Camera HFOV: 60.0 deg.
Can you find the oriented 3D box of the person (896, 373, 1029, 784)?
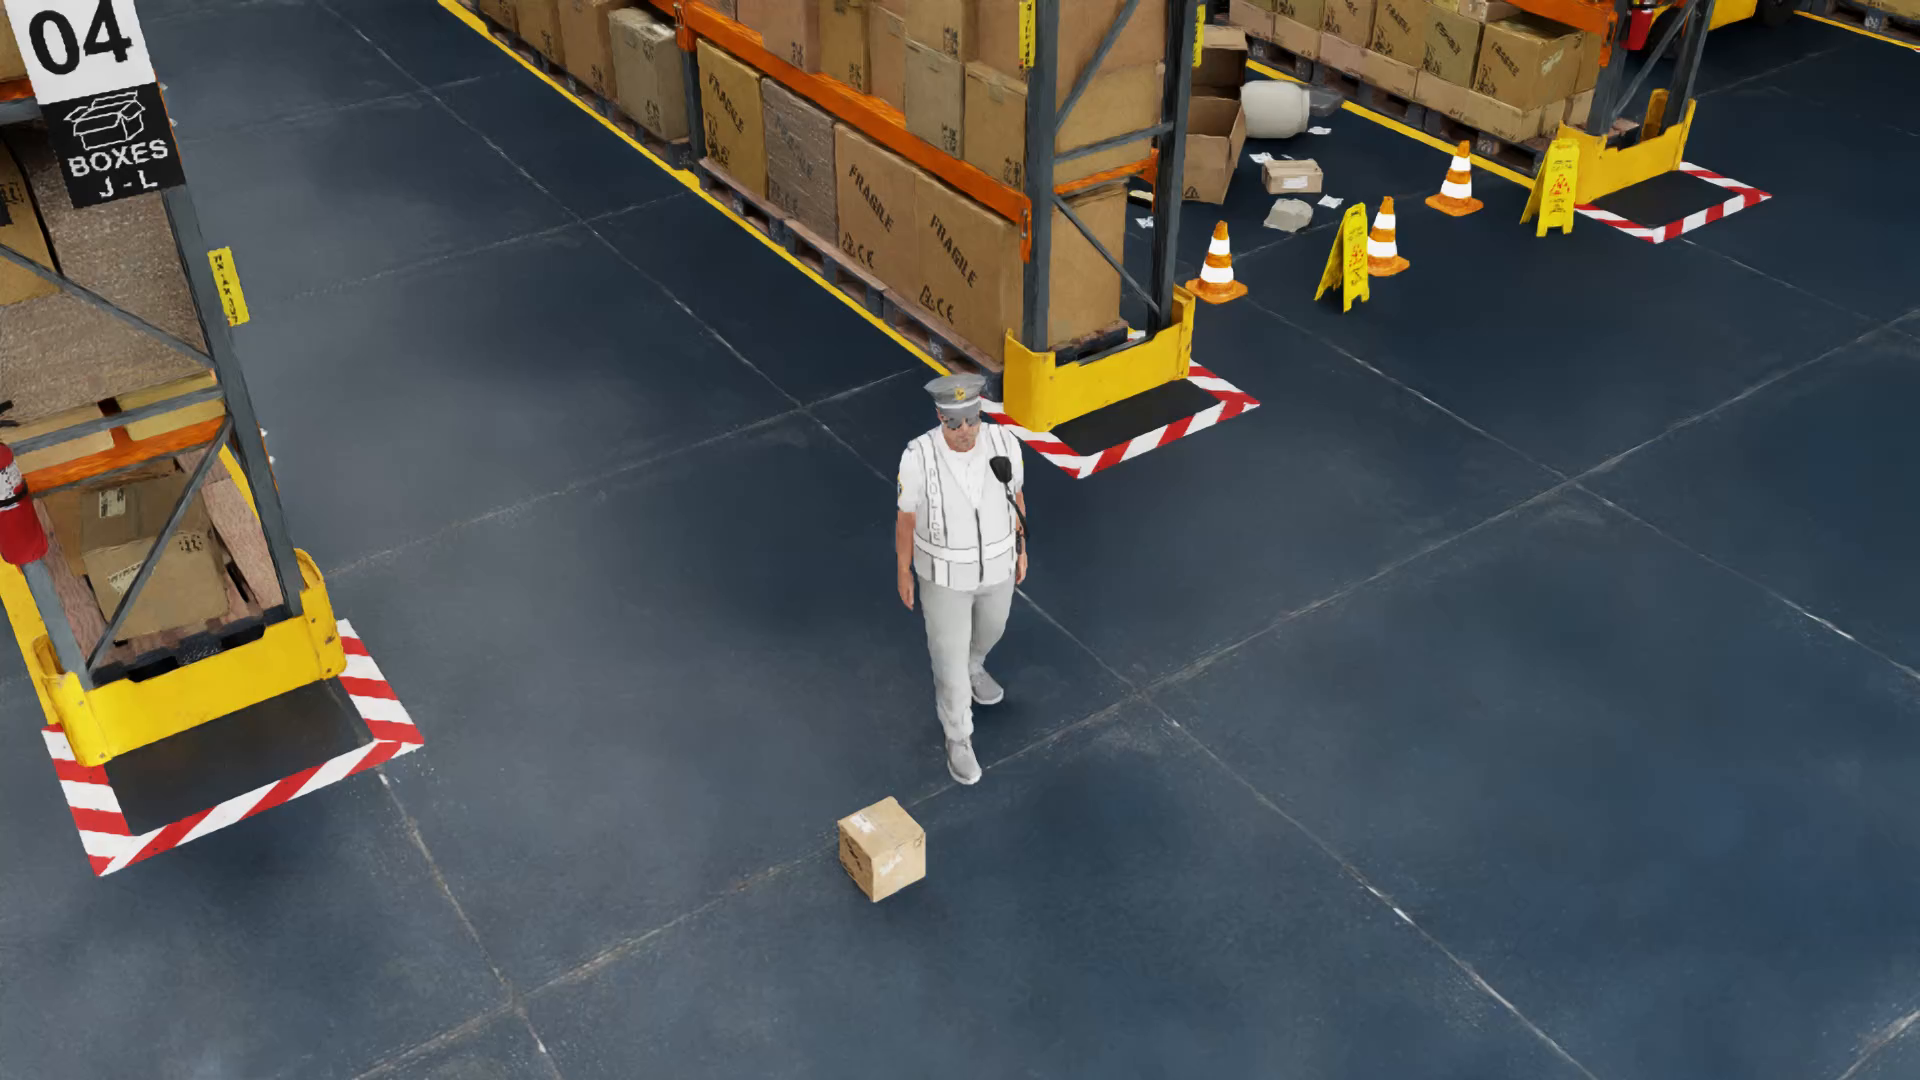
[{"bbox_3d":[0.037,0.106,6.830,0.570,1.755,0.735,-12,38,-16],"label":"person"}]
